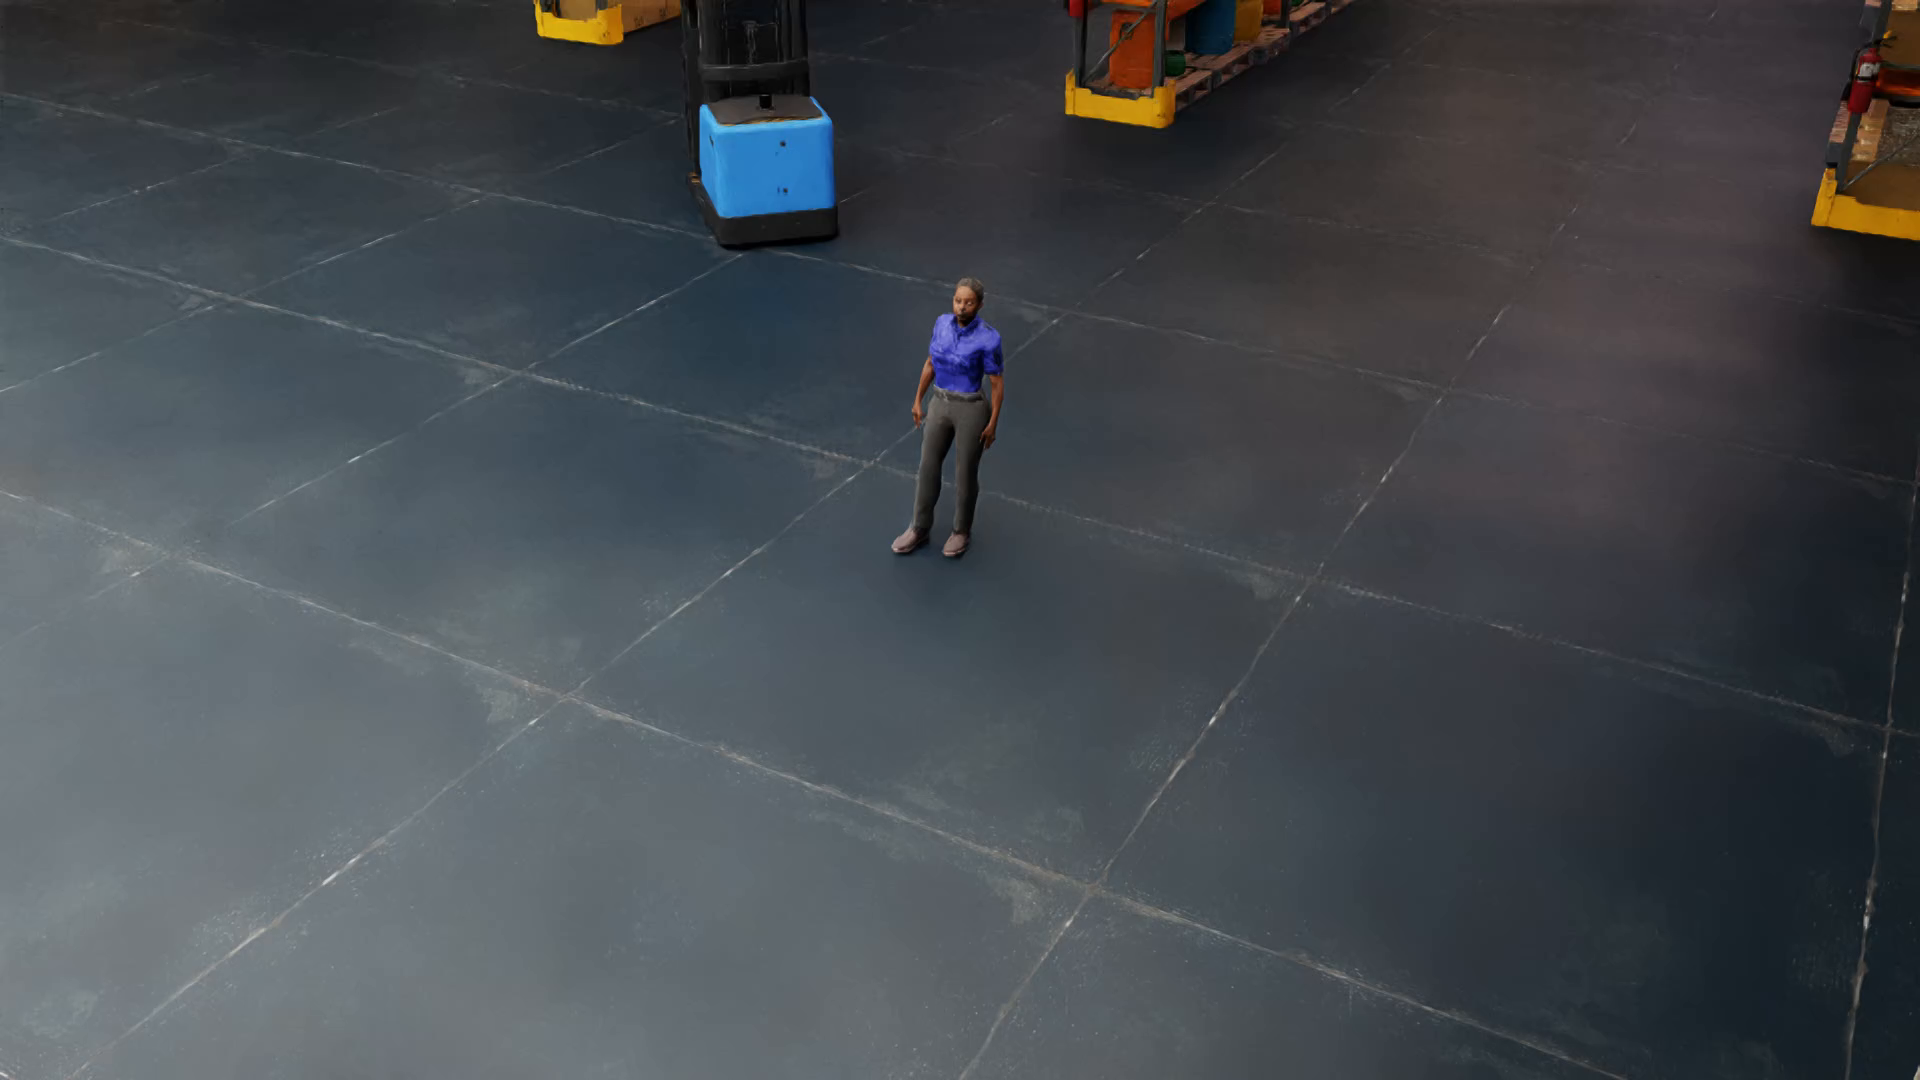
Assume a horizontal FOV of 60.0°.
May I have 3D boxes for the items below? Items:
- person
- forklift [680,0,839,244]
[{"bbox_3d":[-0.059,-0.689,9.527,0.570,1.654,0.503,15,33,25],"label":"person"},{"bbox_3d":[-1.967,-4.528,14.916,1.130,2.935,3.031,-8,31,-14],"label":"forklift"}]
